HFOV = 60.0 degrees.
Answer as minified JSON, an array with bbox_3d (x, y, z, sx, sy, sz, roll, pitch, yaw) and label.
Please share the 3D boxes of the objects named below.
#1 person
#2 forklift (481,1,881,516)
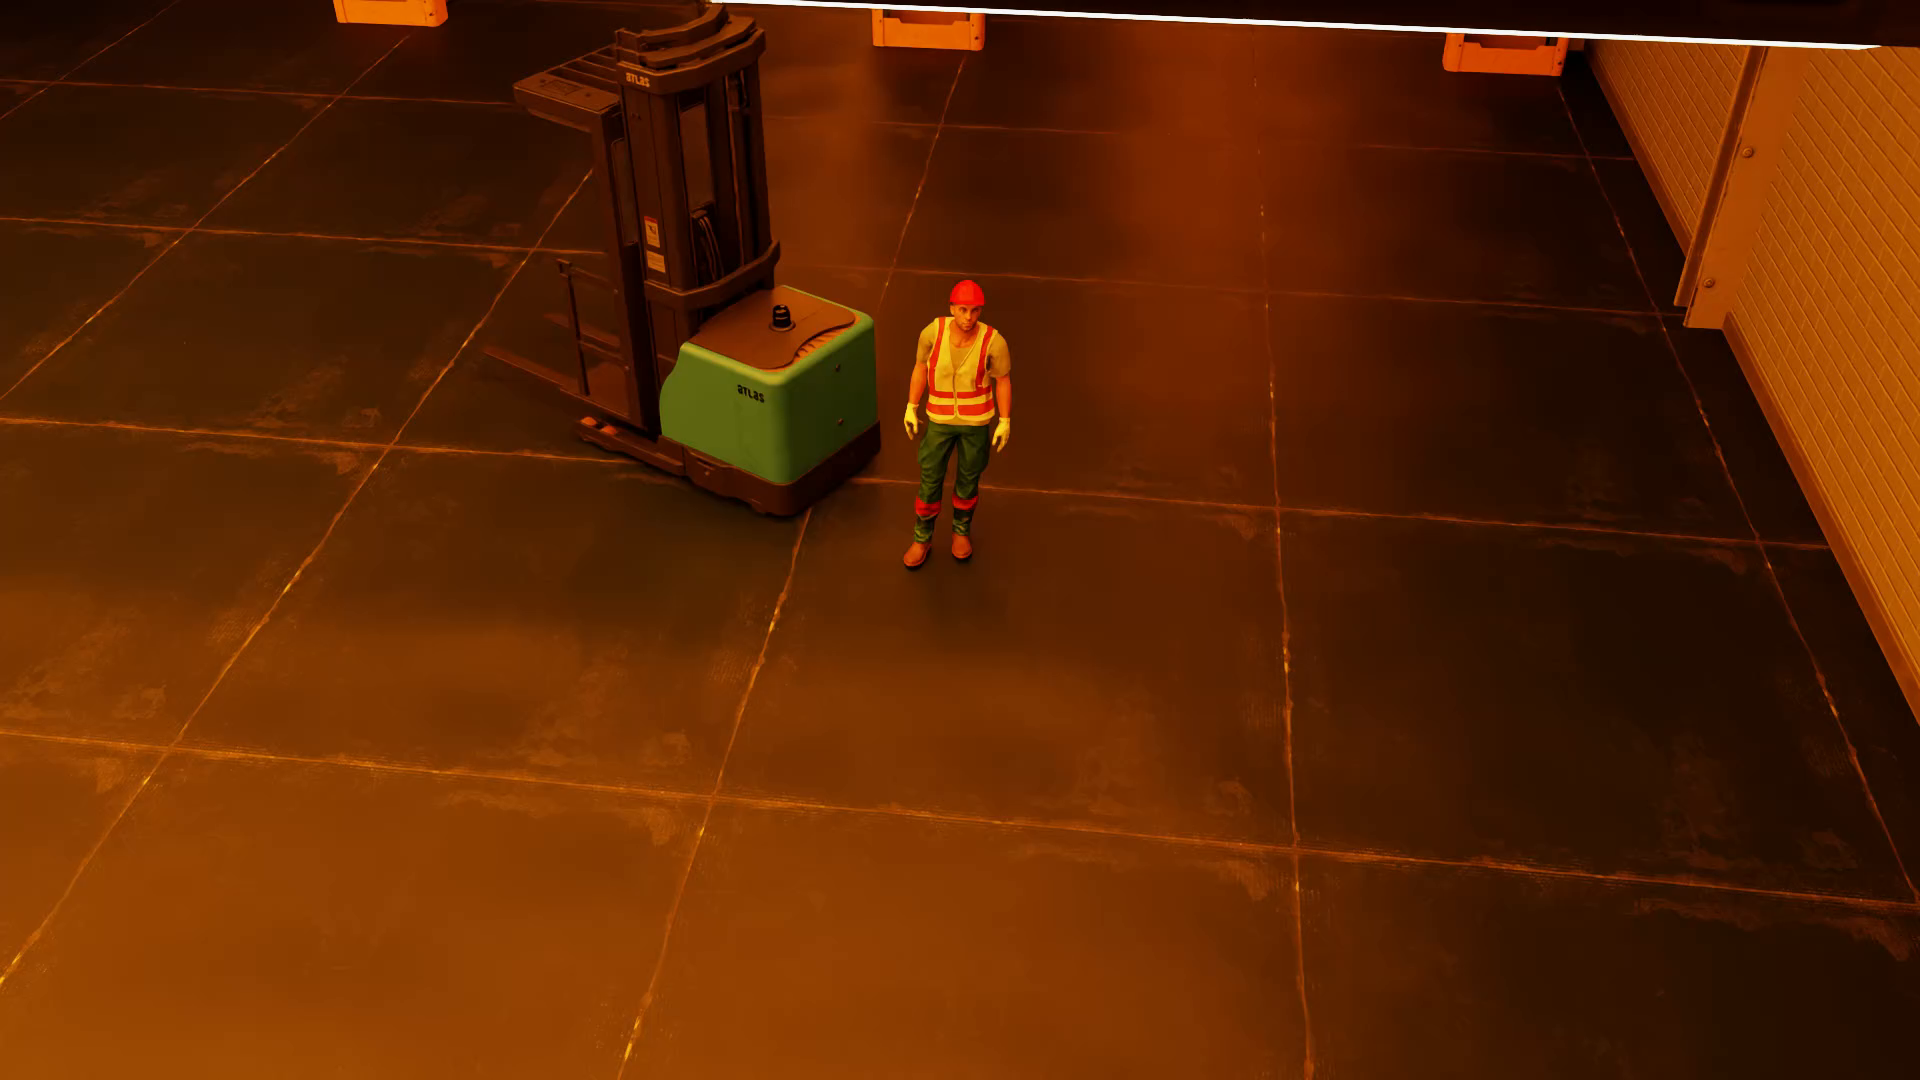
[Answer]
[{"bbox_3d":[-0.022,-0.680,9.902,0.637,1.787,0.564,4,37,6],"label":"person"},{"bbox_3d":[-2.030,-2.021,10.771,3.031,2.935,1.130,23,42,28],"label":"forklift"}]
